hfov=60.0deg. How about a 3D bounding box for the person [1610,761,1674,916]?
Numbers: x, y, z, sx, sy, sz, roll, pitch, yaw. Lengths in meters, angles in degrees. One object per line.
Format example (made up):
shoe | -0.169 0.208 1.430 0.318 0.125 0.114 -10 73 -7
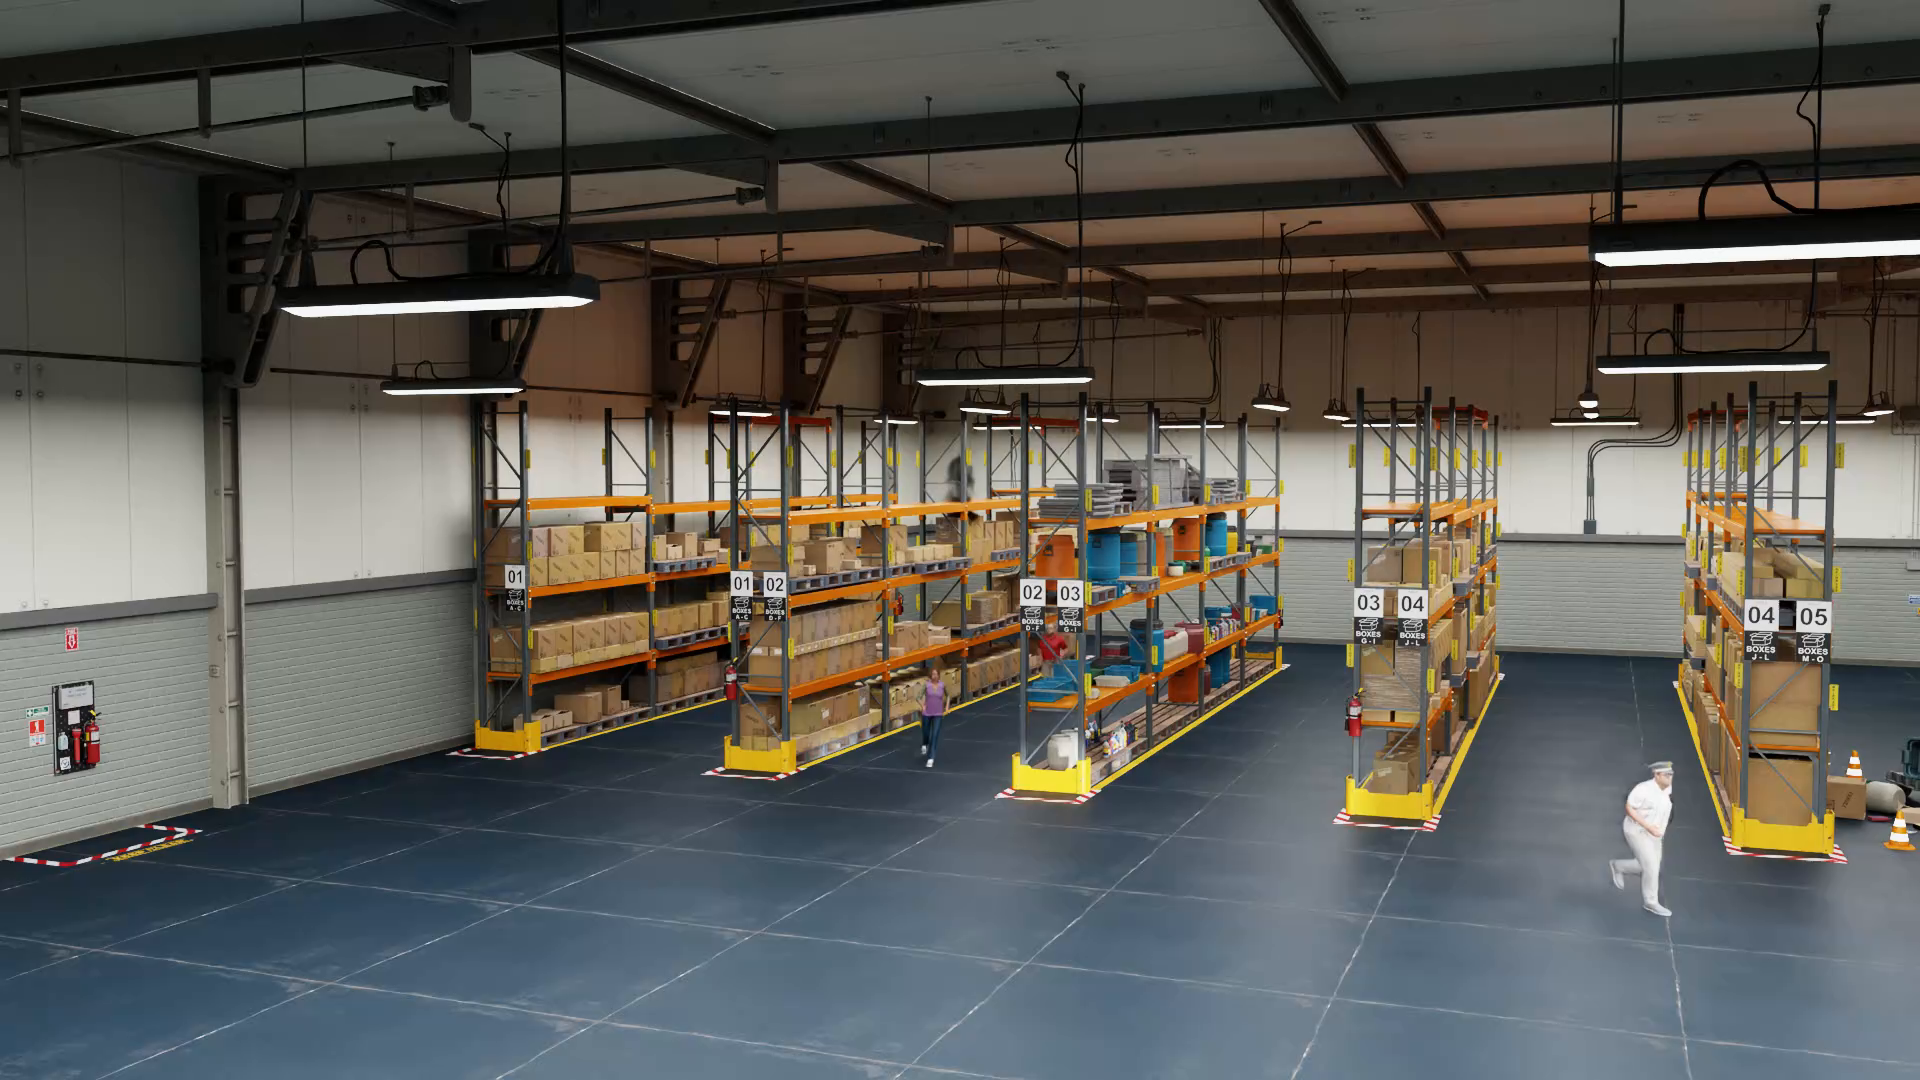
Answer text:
person | 7.569 3.262 18.496 0.638 1.720 0.781 -1 3 -27

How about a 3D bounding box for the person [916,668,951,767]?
person | -0.430 2.880 27.299 0.575 1.576 0.883 0 3 -3

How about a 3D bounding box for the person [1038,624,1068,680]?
person | 1.849 2.531 33.526 0.649 1.697 0.629 1 3 15
